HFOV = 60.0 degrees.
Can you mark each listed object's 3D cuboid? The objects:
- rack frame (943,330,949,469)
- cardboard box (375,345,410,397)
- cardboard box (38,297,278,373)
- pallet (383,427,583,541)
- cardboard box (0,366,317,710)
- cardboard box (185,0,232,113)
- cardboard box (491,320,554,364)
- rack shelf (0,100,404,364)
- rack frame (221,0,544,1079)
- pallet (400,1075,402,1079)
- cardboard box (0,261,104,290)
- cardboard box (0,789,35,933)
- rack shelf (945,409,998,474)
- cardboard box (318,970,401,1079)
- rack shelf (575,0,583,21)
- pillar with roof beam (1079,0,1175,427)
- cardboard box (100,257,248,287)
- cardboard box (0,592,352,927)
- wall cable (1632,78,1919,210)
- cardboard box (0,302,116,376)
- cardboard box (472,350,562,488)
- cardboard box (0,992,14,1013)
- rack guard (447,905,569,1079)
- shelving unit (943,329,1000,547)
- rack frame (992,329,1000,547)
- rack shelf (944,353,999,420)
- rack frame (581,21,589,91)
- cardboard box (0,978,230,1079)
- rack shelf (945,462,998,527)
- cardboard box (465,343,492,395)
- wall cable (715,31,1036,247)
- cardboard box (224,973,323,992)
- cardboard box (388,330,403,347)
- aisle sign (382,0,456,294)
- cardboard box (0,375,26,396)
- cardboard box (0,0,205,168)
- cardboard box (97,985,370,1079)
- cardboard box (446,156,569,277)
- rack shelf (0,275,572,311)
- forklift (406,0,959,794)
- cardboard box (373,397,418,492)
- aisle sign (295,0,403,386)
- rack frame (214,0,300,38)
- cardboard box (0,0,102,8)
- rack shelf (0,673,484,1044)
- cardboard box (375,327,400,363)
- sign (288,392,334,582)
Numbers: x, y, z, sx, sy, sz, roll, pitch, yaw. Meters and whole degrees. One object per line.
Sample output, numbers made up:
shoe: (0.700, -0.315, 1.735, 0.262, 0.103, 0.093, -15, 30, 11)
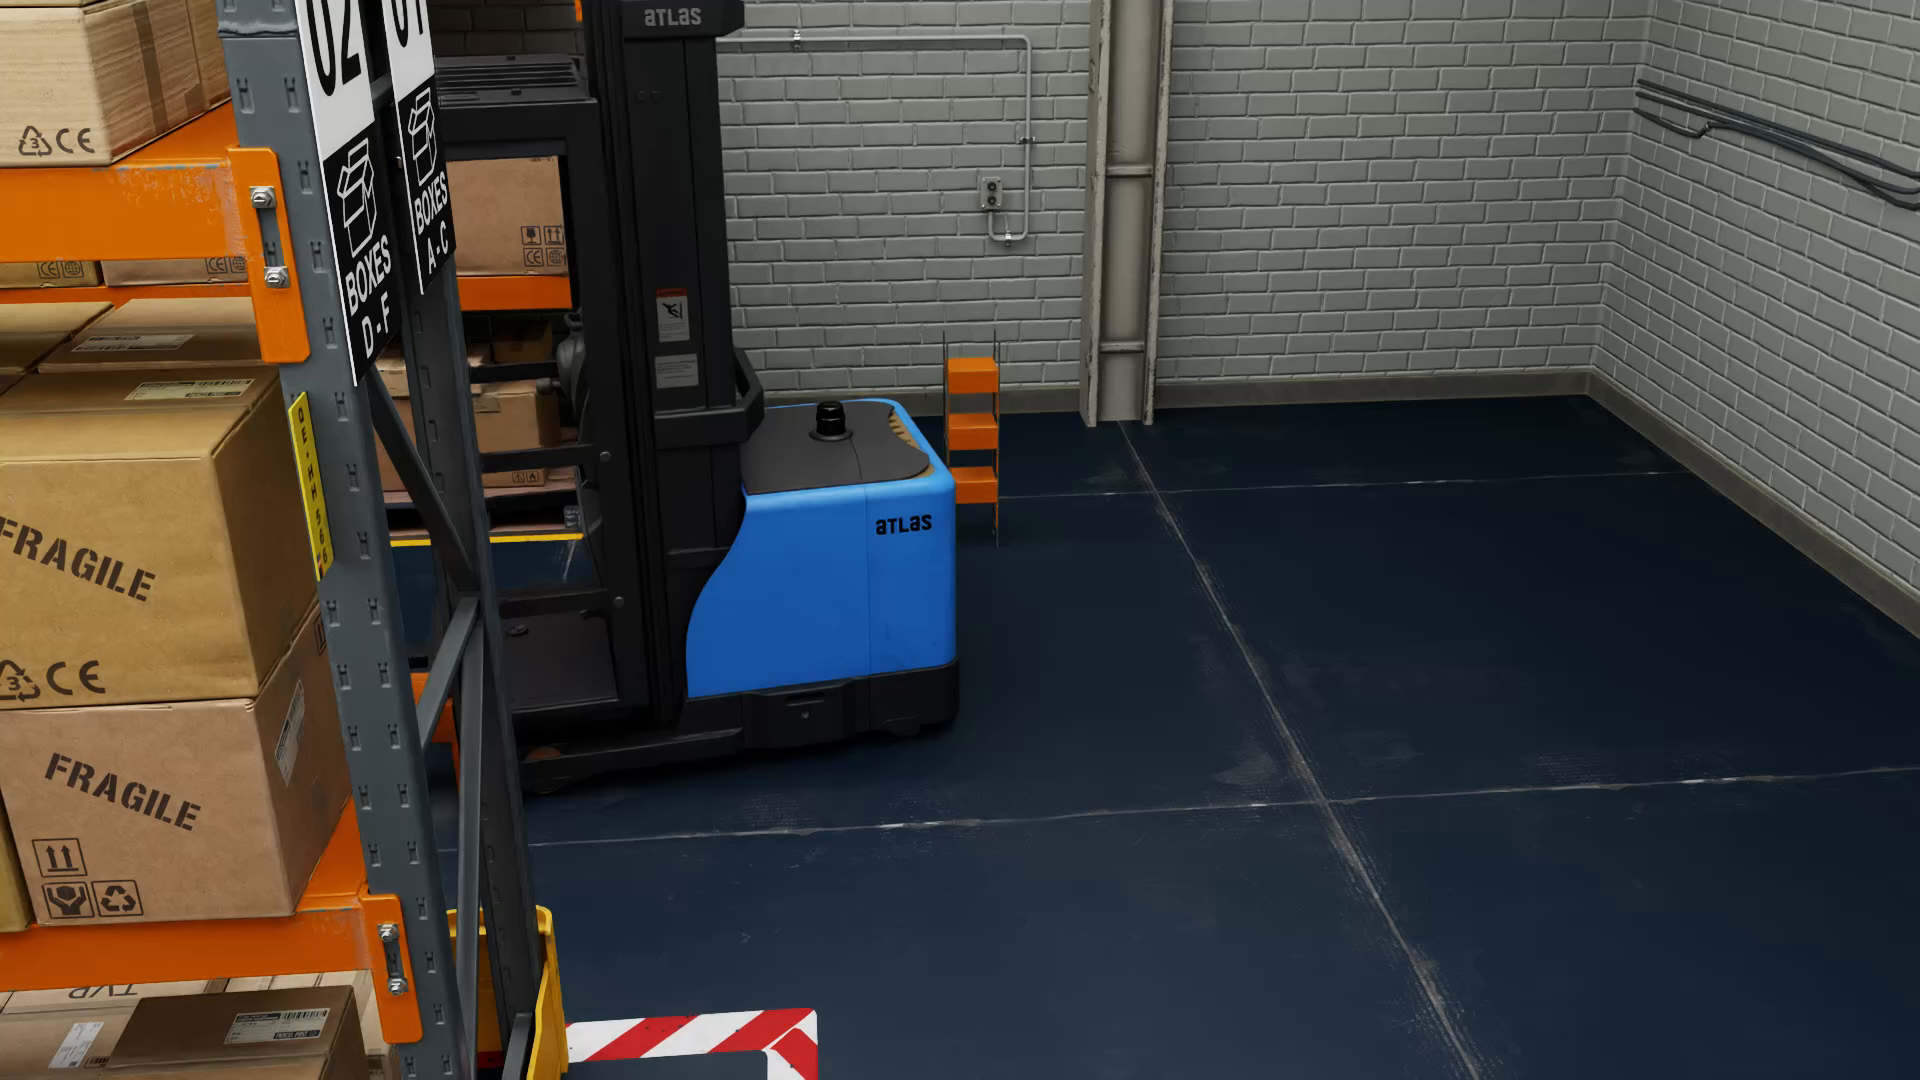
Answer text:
rack frame: (-0.068, -0.477, 8.031, 0.008, 1.050, 0.200, -2, 24, -5)
cardboard box: (-2.726, -0.835, 8.198, 0.250, 0.149, 0.380, -2, 24, -4)
cardboard box: (-1.652, -0.236, 3.734, 0.500, 0.500, 0.500, -2, 24, -4)
pallet: (-2.463, -0.309, 8.685, 1.213, 0.211, 1.003, -2, 24, -5)
cardboard box: (-1.601, -0.018, 3.244, 0.500, 0.500, 0.500, -3, 24, -6)
cardboard box: (-1.721, -1.029, 3.364, 0.500, 0.250, 0.500, -2, 24, -5)
cardboard box: (-2.257, -1.010, 8.592, 0.250, 0.149, 0.380, -2, 24, -5)
rack shelf: (-3.175, -0.607, 3.115, 4.000, 0.370, 1.077, -2, 24, -5)
rack frame: (-1.185, 0.355, 3.757, 0.127, 3.000, 1.000, -2, 24, -5)
pallet: (-2.054, 1.665, 4.245, 1.213, 0.211, 1.003, -2, 24, -5)
cardboard box: (-4.388, -1.666, 7.936, 0.700, 0.700, 0.980, -3, 24, -6)
cardboard box: (-2.120, 0.460, 3.400, 0.500, 0.500, 0.500, -2, 24, -5)
rack shelf: (0.053, -0.472, 8.046, 0.240, 0.259, 0.215, -2, 24, -5)
cardboard box: (-1.635, 1.335, 4.522, 0.250, 0.149, 0.380, -2, 24, -5)
rack shelf: (-3.666, -2.609, 7.619, 4.000, 0.370, 1.077, -2, 24, -5)
pillar with roof beam: (1.350, -3.105, 4.158, 0.400, 9.000, 9.100, -2, 24, -5)
cardboard box: (-3.665, -1.699, 8.010, 0.700, 0.700, 0.980, -3, 24, -8)
cardboard box: (-1.604, 0.438, 3.449, 0.500, 0.500, 0.500, -2, 24, -4)
wall cable: (3.988, -3.051, 7.857, 0.112, 2.526, 3.097, -2, 24, -5)
cardboard box: (-2.172, -0.212, 3.680, 0.500, 0.500, 0.500, -2, 24, -5)
cardboard box: (-2.362, -0.628, 8.530, 0.500, 0.500, 0.700, -2, 24, -5)
cardboard box: (-2.749, 1.358, 4.346, 0.500, 0.250, 0.500, -2, 24, -5)
rack guard: (-1.260, 1.501, 4.258, 0.348, 0.500, 1.175, -2, 24, -5)
shelving unit: (0.053, -0.482, 8.042, 0.252, 1.050, 0.215, -2, 24, -5)
rack frame: (0.175, -0.487, 8.053, 0.008, 1.050, 0.200, -2, 24, -5)
rack shelf: (0.053, -0.732, 7.931, 0.240, 0.259, 0.215, -2, 24, -5)
rack frame: (-1.675, -1.647, 8.262, 0.127, 3.000, 1.000, -2, 24, -5)
cardboard box: (-2.251, 1.338, 4.391, 0.500, 0.250, 0.500, -2, 24, -5)
rack shelf: (0.053, -0.218, 8.159, 0.240, 0.259, 0.215, -2, 24, -5)
cardboard box: (-2.472, -0.846, 8.221, 0.250, 0.149, 0.380, -3, 24, -6)
wall cable: (-0.494, -2.544, 9.031, 1.851, 1.984, 0.084, -2, 24, -5)
cardboard box: (-1.884, 1.337, 4.496, 0.250, 0.166, 0.380, -2, 24, -5)
cardboard box: (-2.762, -0.990, 8.545, 0.250, 0.149, 0.380, -2, 24, -5)
aisle sign: (-1.146, -0.954, 3.503, 0.004, 0.787, 0.394, -2, 24, -5)
cardboard box: (-2.103, 0.002, 3.198, 0.500, 0.500, 0.500, -2, 24, -4)
cardboard box: (-1.670, -0.820, 2.893, 0.500, 0.250, 0.500, -2, 24, -5)
cardboard box: (-1.702, 1.418, 3.903, 0.500, 0.500, 0.500, -2, 24, -5)
cardboard box: (-2.182, -1.759, 8.146, 0.700, 0.700, 0.980, -1, 24, -3)
rack shelf: (-3.666, -1.238, 8.228, 4.000, 0.370, 1.077, -2, 24, -5)
forklift: (-1.577, -0.621, 6.038, 3.031, 2.935, 1.130, -6, 25, -14)
cardboard box: (-2.860, -0.608, 8.485, 0.500, 0.500, 0.700, -2, 24, -5)
aisle sign: (-1.087, -0.711, 2.957, 0.004, 0.787, 0.394, -2, 24, -5)
rack frame: (-1.185, -2.386, 2.539, 0.127, 3.000, 1.000, -2, 24, -5)
cardboard box: (-1.671, -1.052, 2.799, 0.500, 0.250, 0.500, -2, 24, -5)
rack shelf: (-3.175, 0.764, 3.724, 4.000, 0.370, 1.077, -2, 24, -5)
cardboard box: (-3.011, -0.980, 8.523, 0.250, 0.149, 0.380, -2, 24, -5)
sign: (-1.150, -0.093, 2.952, 0.005, 0.325, 0.100, -2, 24, -5)
